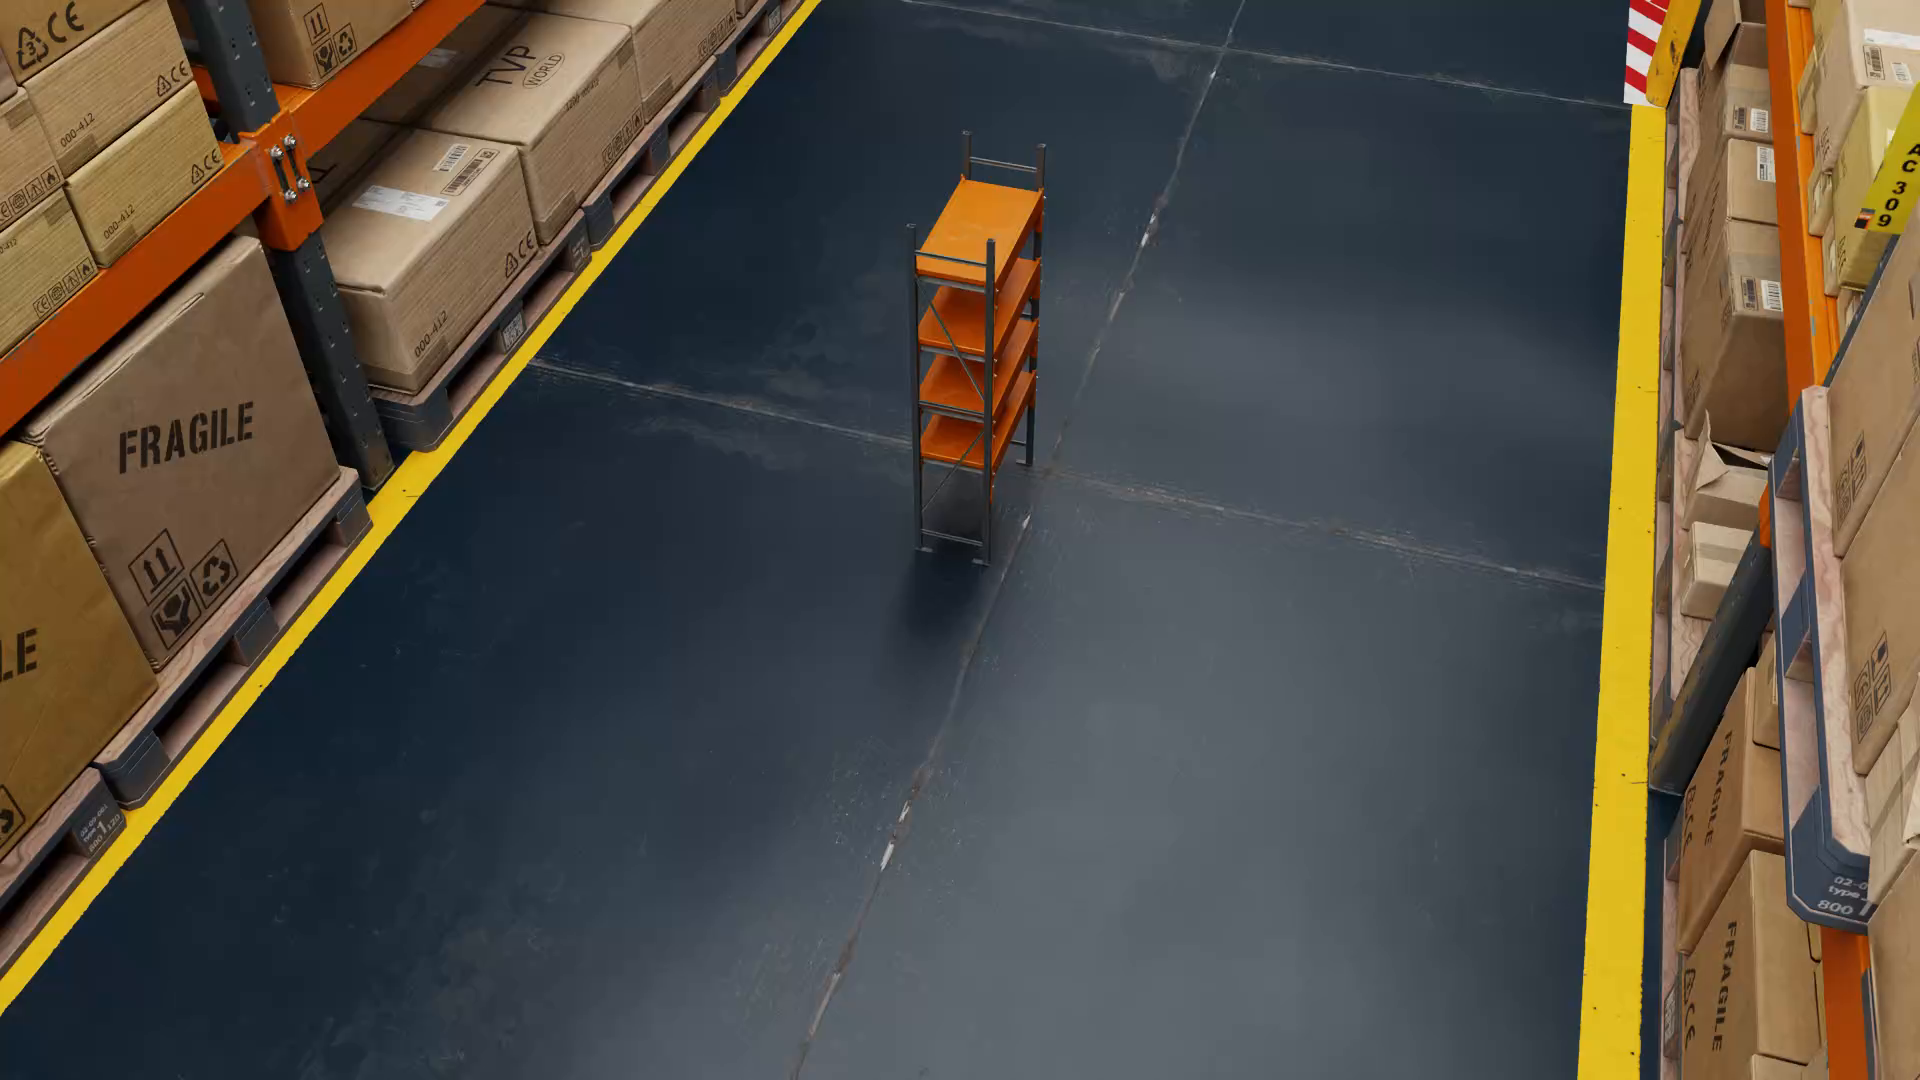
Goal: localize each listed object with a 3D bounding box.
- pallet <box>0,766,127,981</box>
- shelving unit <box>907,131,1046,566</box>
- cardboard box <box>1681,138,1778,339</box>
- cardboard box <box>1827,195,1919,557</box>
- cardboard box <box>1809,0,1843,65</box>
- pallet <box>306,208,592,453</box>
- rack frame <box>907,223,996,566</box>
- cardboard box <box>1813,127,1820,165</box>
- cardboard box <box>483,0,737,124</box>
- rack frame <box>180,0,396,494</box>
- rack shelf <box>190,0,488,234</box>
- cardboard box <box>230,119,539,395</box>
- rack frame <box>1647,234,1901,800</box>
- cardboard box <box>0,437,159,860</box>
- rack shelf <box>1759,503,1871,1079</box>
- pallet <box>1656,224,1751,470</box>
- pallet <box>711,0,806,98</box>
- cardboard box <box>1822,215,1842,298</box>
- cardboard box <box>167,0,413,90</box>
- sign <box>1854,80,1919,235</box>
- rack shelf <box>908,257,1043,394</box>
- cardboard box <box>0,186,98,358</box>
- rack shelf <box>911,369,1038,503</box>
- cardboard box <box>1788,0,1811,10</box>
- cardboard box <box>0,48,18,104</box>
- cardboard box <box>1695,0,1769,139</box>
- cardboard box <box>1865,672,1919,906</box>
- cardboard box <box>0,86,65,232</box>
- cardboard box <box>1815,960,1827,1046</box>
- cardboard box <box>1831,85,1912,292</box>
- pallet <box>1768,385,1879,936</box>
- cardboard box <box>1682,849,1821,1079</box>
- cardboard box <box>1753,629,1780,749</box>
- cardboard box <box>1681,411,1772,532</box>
[{"bbox_3d":[-2.885,0.973,4.105,1.003,0.211,1.213,13,46,13],"label":"pallet"},{"bbox_3d":[0.050,-0.539,4.943,0.258,1.200,0.503,13,46,13],"label":"shelving unit"},{"bbox_3d":[2.760,-0.964,5.577,0.500,0.500,0.500,13,46,13],"label":"cardboard box"},{"bbox_3d":[2.016,-0.232,2.971,0.700,0.500,0.500,14,46,14],"label":"cardboard box"},{"bbox_3d":[2.599,-1.432,4.463,0.500,0.250,0.500,12,46,12],"label":"cardboard box"},{"bbox_3d":[-2.051,-0.864,5.982,1.003,0.211,1.213,13,46,13],"label":"pallet"},{"bbox_3d":[-0.024,-0.377,4.777,0.240,1.200,0.015,13,46,13],"label":"rack frame"},{"bbox_3d":[2.451,-1.023,4.330,0.380,0.149,0.250,14,46,14],"label":"cardboard box"},{"bbox_3d":[-1.518,-2.198,6.883,0.875,0.438,0.875,14,46,14],"label":"cardboard box"},{"bbox_3d":[-2.356,-1.370,4.505,1.000,3.000,0.127,13,46,13],"label":"rack frame"},{"bbox_3d":[-1.750,-2.446,6.119,1.077,0.370,4.000,13,46,13],"label":"rack shelf"},{"bbox_3d":[-2.063,-1.000,5.659,0.875,0.438,0.875,12,46,12],"label":"cardboard box"},{"bbox_3d":[2.376,-0.321,3.434,1.000,3.000,0.127,13,46,13],"label":"rack frame"},{"bbox_3d":[-2.733,0.273,4.045,0.875,0.875,0.875,14,46,14],"label":"cardboard box"},{"bbox_3d":[1.770,1.269,2.323,1.077,0.370,4.000,13,46,13],"label":"rack shelf"},{"bbox_3d":[2.952,-0.598,5.710,1.003,0.211,1.213,13,46,13],"label":"pallet"},{"bbox_3d":[-1.312,-2.490,7.644,1.003,0.211,1.213,13,46,13],"label":"pallet"},{"bbox_3d":[2.290,-0.676,3.975,0.380,0.149,0.250,14,46,14],"label":"cardboard box"},{"bbox_3d":[-1.964,-1.663,4.733,0.500,0.500,0.500,14,46,14],"label":"cardboard box"},{"bbox_3d":[1.856,-0.740,3.243,0.100,0.325,0.005,13,46,13],"label":"sign"},{"bbox_3d":[0.050,-0.651,4.834,0.258,0.148,0.480,13,46,13],"label":"rack shelf"},{"bbox_3d":[-2.407,-0.625,3.851,0.500,0.250,0.500,12,46,12],"label":"cardboard box"},{"bbox_3d":[0.050,-0.349,5.129,0.258,0.148,0.480,13,46,13],"label":"rack shelf"},{"bbox_3d":[2.728,-1.709,5.031,0.380,0.149,0.250,14,46,13],"label":"cardboard box"},{"bbox_3d":[-2.401,-1.066,3.408,0.500,0.500,0.500,13,46,13],"label":"cardboard box"},{"bbox_3d":[3.312,-1.858,6.488,0.797,0.503,0.637,11,45,11],"label":"cardboard box"},{"bbox_3d":[1.589,0.422,2.470,0.396,0.266,0.258,15,46,14],"label":"cardboard box"},{"bbox_3d":[-2.402,-0.815,3.688,0.500,0.250,0.500,14,46,13],"label":"cardboard box"},{"bbox_3d":[1.867,0.933,3.175,0.380,0.149,0.250,12,46,12],"label":"cardboard box"},{"bbox_3d":[2.298,-0.765,3.782,0.500,0.250,0.500,14,46,14],"label":"cardboard box"},{"bbox_3d":[2.030,0.257,2.980,1.003,0.211,1.213,13,46,13],"label":"pallet"},{"bbox_3d":[1.863,1.054,3.515,0.500,0.500,0.500,12,46,12],"label":"cardboard box"},{"bbox_3d":[2.014,0.373,3.747,0.380,0.149,0.250,15,46,14],"label":"cardboard box"},{"bbox_3d":[2.373,-0.166,4.929,0.396,0.266,0.258,14,46,14],"label":"cardboard box"}]
